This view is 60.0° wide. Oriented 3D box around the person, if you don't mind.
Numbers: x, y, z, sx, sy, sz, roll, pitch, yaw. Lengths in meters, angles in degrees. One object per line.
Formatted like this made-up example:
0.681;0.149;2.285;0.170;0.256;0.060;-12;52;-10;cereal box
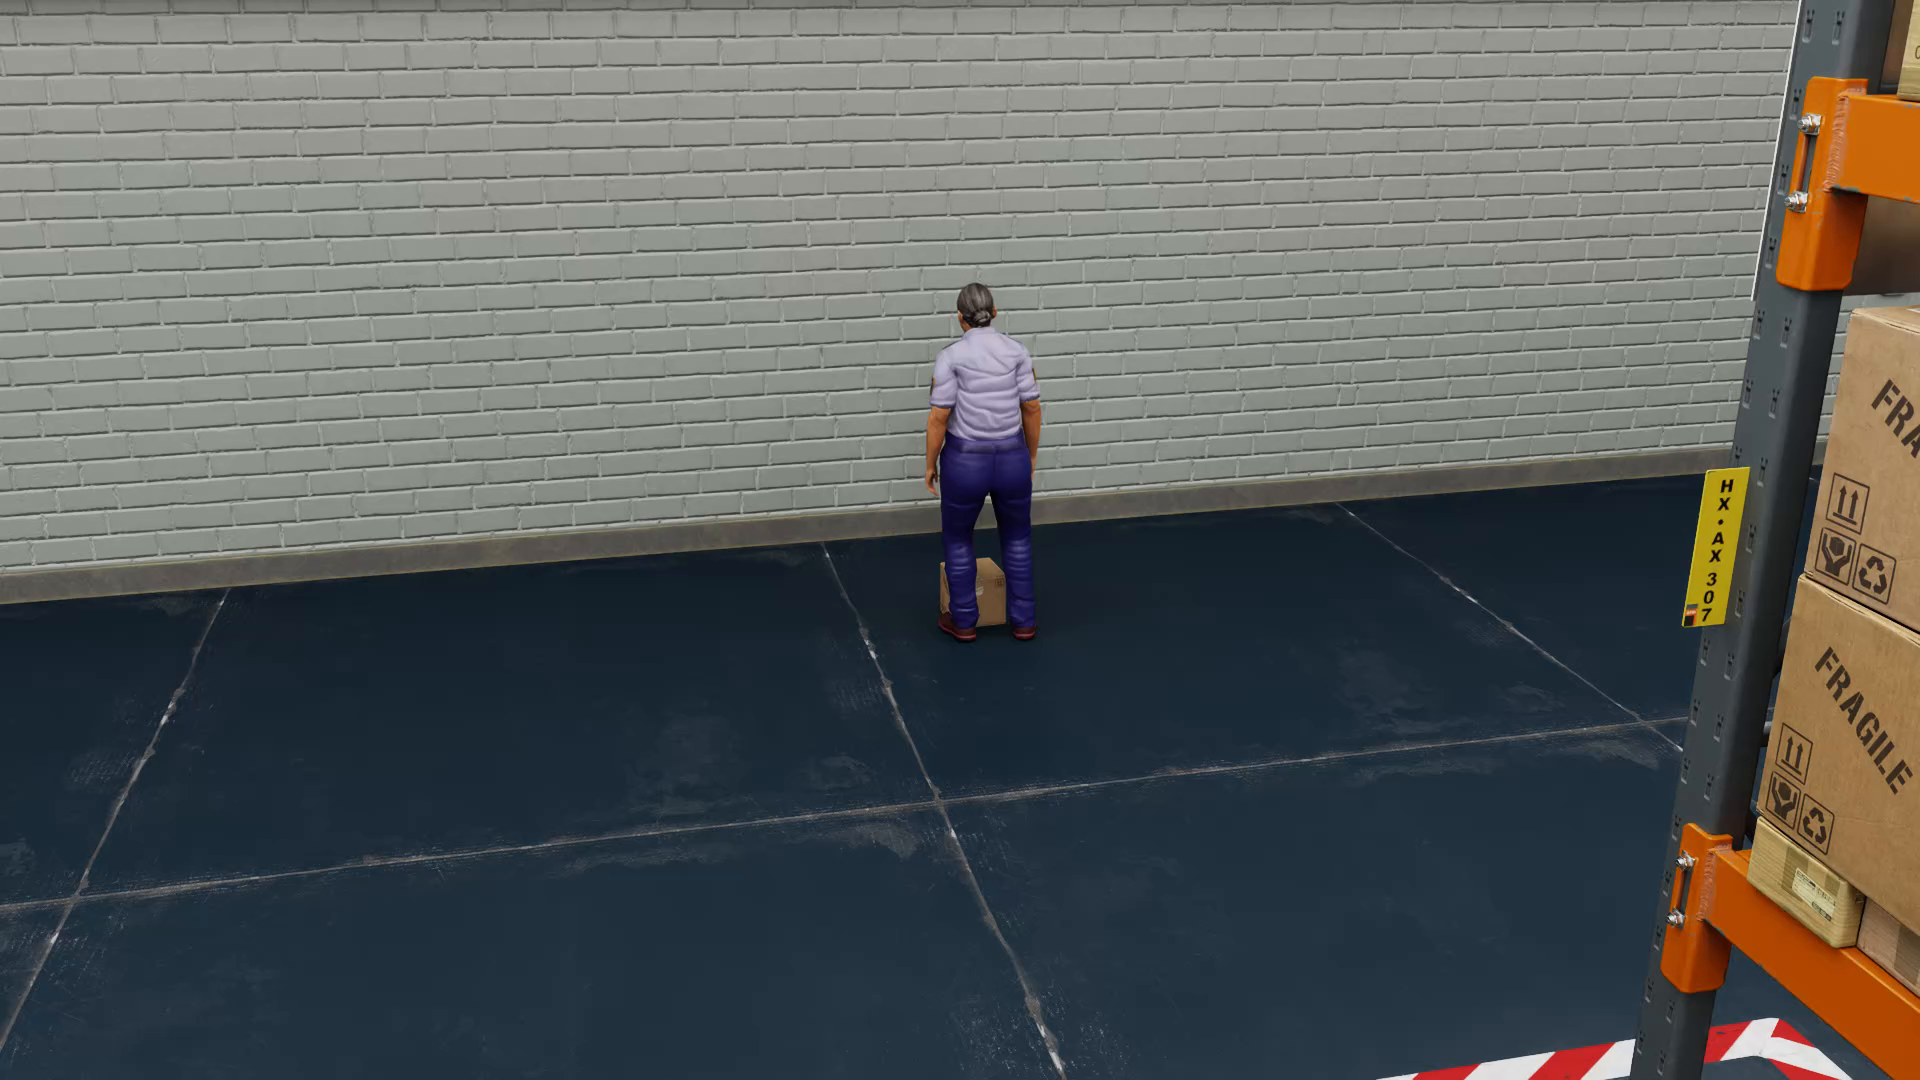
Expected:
0.110;-0.336;7.518;0.560;1.652;0.417;-5;20;-15;person
